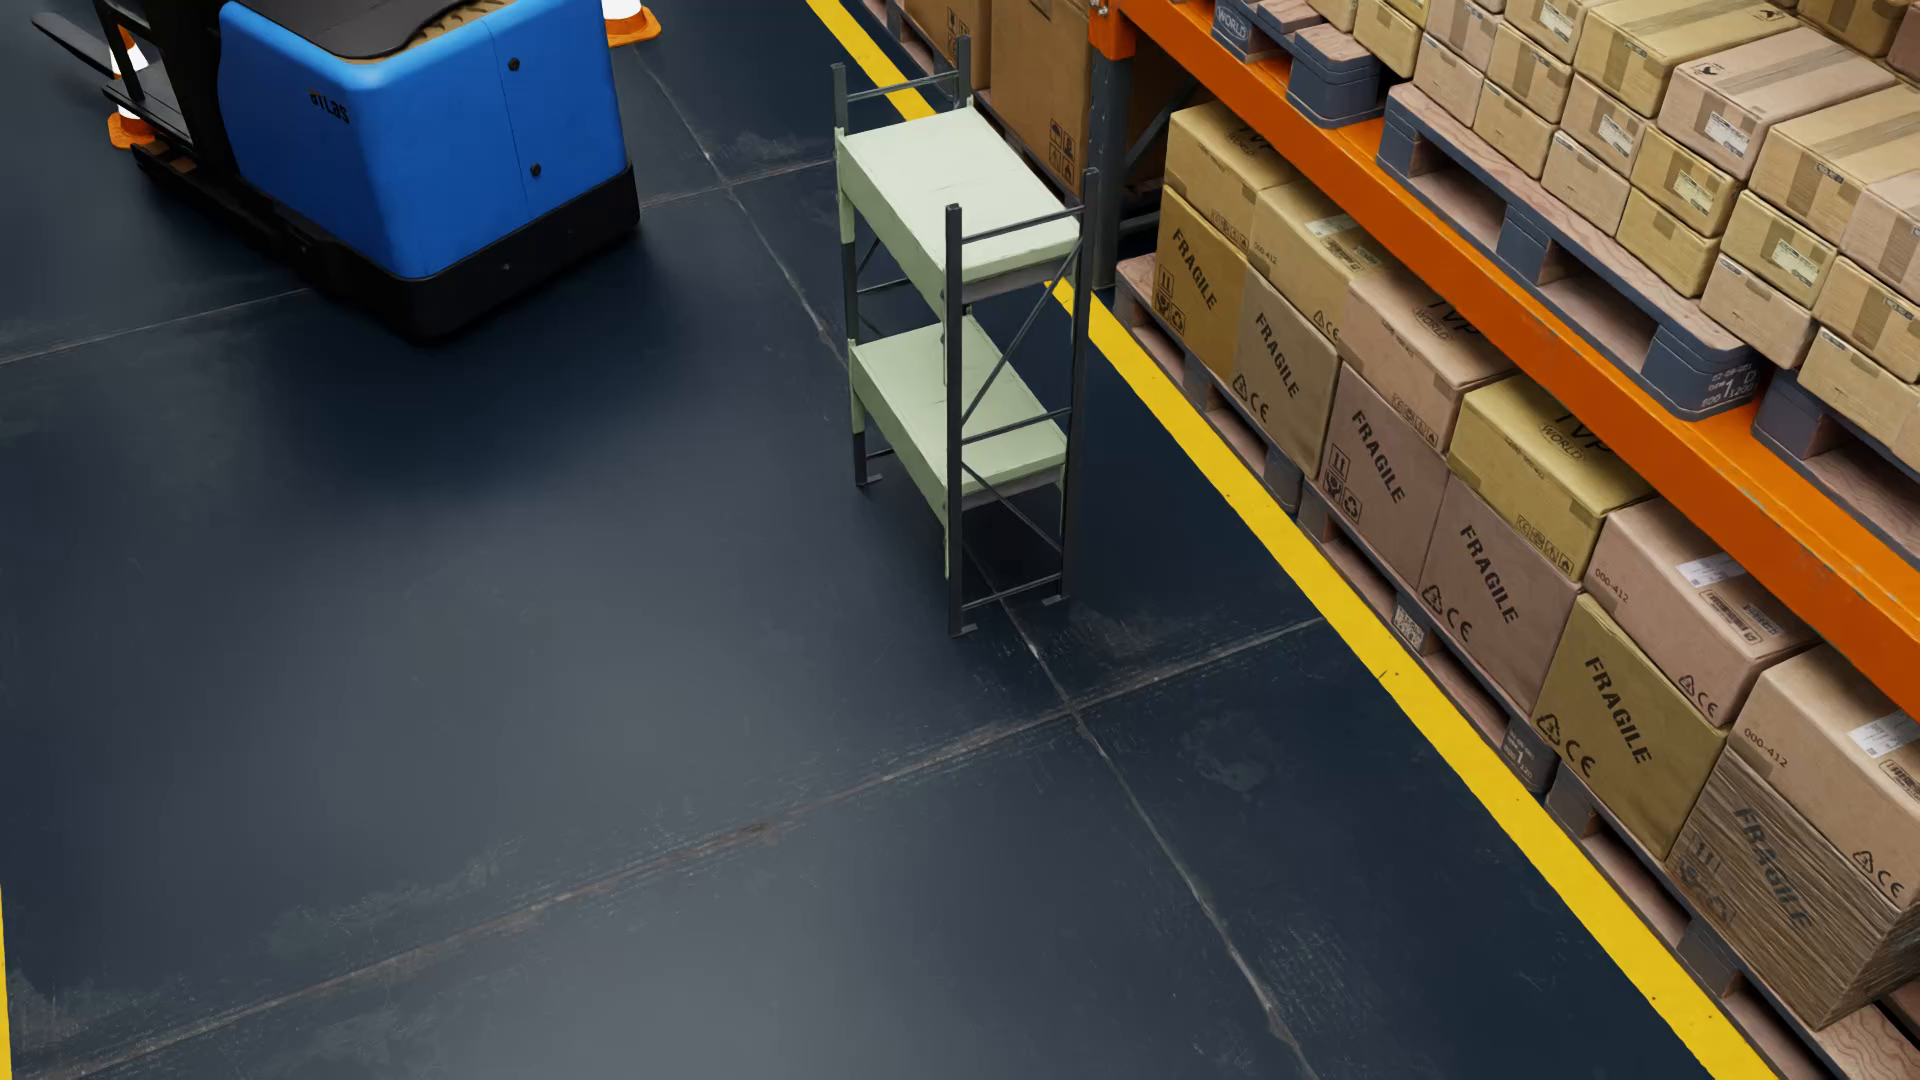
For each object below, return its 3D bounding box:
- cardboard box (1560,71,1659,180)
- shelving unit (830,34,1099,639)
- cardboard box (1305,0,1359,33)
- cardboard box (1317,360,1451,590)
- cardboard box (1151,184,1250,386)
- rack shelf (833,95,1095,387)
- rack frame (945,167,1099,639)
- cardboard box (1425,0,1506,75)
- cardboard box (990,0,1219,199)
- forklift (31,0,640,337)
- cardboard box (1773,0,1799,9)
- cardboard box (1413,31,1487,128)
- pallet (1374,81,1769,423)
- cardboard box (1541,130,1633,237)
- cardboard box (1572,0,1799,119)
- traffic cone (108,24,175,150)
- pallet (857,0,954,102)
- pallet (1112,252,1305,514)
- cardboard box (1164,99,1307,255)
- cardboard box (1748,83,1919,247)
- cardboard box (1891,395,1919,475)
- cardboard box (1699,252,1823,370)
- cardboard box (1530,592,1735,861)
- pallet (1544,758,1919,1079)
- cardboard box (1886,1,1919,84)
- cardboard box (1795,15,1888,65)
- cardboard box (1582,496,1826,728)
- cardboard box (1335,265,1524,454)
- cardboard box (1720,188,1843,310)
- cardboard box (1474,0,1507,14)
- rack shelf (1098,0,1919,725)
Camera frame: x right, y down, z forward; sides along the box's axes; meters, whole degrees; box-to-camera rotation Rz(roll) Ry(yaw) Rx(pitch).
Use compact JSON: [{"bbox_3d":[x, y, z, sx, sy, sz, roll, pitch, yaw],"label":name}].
[{"bbox_3d":[1.609,-0.980,3.775,0.380,0.149,0.250,-16,47,-16],"label":"cardboard box"},{"bbox_3d":[-0.003,-0.538,4.728,0.431,1.500,0.755,-18,47,-17],"label":"shelving unit"},{"bbox_3d":[1.159,-1.545,4.560,0.380,0.149,0.250,-16,47,-15],"label":"cardboard box"},{"bbox_3d":[1.428,-0.261,4.859,0.500,0.500,0.500,-19,48,-18],"label":"cardboard box"},{"bbox_3d":[0.994,-0.906,5.513,0.500,0.500,0.500,-20,48,-19],"label":"cardboard box"},{"bbox_3d":[-0.003,-0.816,4.453,0.431,0.370,0.720,-18,47,-17],"label":"rack shelf"},{"bbox_3d":[0.151,-0.305,4.491,0.400,1.500,0.023,-18,47,-17],"label":"rack frame"},{"bbox_3d":[1.390,-1.310,4.110,0.380,0.149,0.250,-18,47,-17],"label":"cardboard box"},{"bbox_3d":[0.753,-1.936,6.379,1.050,0.750,0.750,-19,48,-18],"label":"cardboard box"},{"bbox_3d":[-2.680,-2.650,5.849,3.031,2.935,1.130,31,52,28],"label":"forklift"},{"bbox_3d":[2.091,-1.443,4.033,0.380,0.149,0.250,-16,47,-15],"label":"cardboard box"},{"bbox_3d":[1.388,-1.204,4.215,0.380,0.149,0.250,-17,47,-16],"label":"cardboard box"},{"bbox_3d":[1.797,-0.855,4.117,1.003,0.211,1.213,-18,47,-17],"label":"pallet"},{"bbox_3d":[1.600,-0.877,3.883,0.380,0.149,0.250,-19,48,-19],"label":"cardboard box"},{"bbox_3d":[1.602,-1.095,3.681,0.380,0.149,0.250,-19,48,-18],"label":"cardboard box"},{"bbox_3d":[-3.411,-1.915,6.862,0.336,0.463,0.334,-18,47,-17],"label":"traffic cone"},{"bbox_3d":[0.155,-2.481,7.614,1.003,0.211,1.213,-18,47,-17],"label":"pallet"},{"bbox_3d":[1.255,-0.681,5.790,1.003,0.211,1.213,-18,47,-17],"label":"pallet"},{"bbox_3d":[0.998,-1.188,5.265,0.500,0.250,0.500,-20,48,-19],"label":"cardboard box"},{"bbox_3d":[1.832,-0.754,3.335,0.380,0.149,0.250,-19,48,-19],"label":"cardboard box"},{"bbox_3d":[2.050,-0.203,3.200,0.380,0.149,0.250,-18,47,-18],"label":"cardboard box"},{"bbox_3d":[1.823,-0.538,3.540,0.380,0.149,0.250,-20,48,-19],"label":"cardboard box"},{"bbox_3d":[1.854,0.393,4.197,0.500,0.500,0.500,-19,48,-18],"label":"cardboard box"},{"bbox_3d":[2.281,0.874,4.214,1.003,0.211,1.213,-18,47,-17],"label":"pallet"},{"bbox_3d":[2.317,-1.106,3.691,0.380,0.149,0.250,-16,47,-16],"label":"cardboard box"},{"bbox_3d":[2.202,-1.172,3.970,0.380,0.149,0.250,-19,48,-18],"label":"cardboard box"},{"bbox_3d":[1.863,0.119,3.941,0.500,0.250,0.500,-16,47,-16],"label":"cardboard box"},{"bbox_3d":[1.408,-0.546,4.614,0.500,0.250,0.500,-18,47,-17],"label":"cardboard box"},{"bbox_3d":[1.822,-0.650,3.441,0.380,0.149,0.250,-20,48,-19],"label":"cardboard box"},{"bbox_3d":[1.387,-1.424,4.013,0.380,0.149,0.250,-16,47,-16],"label":"cardboard box"},{"bbox_3d":[1.769,-0.642,4.277,1.077,0.370,4.000,-18,47,-17],"label":"rack shelf"}]
